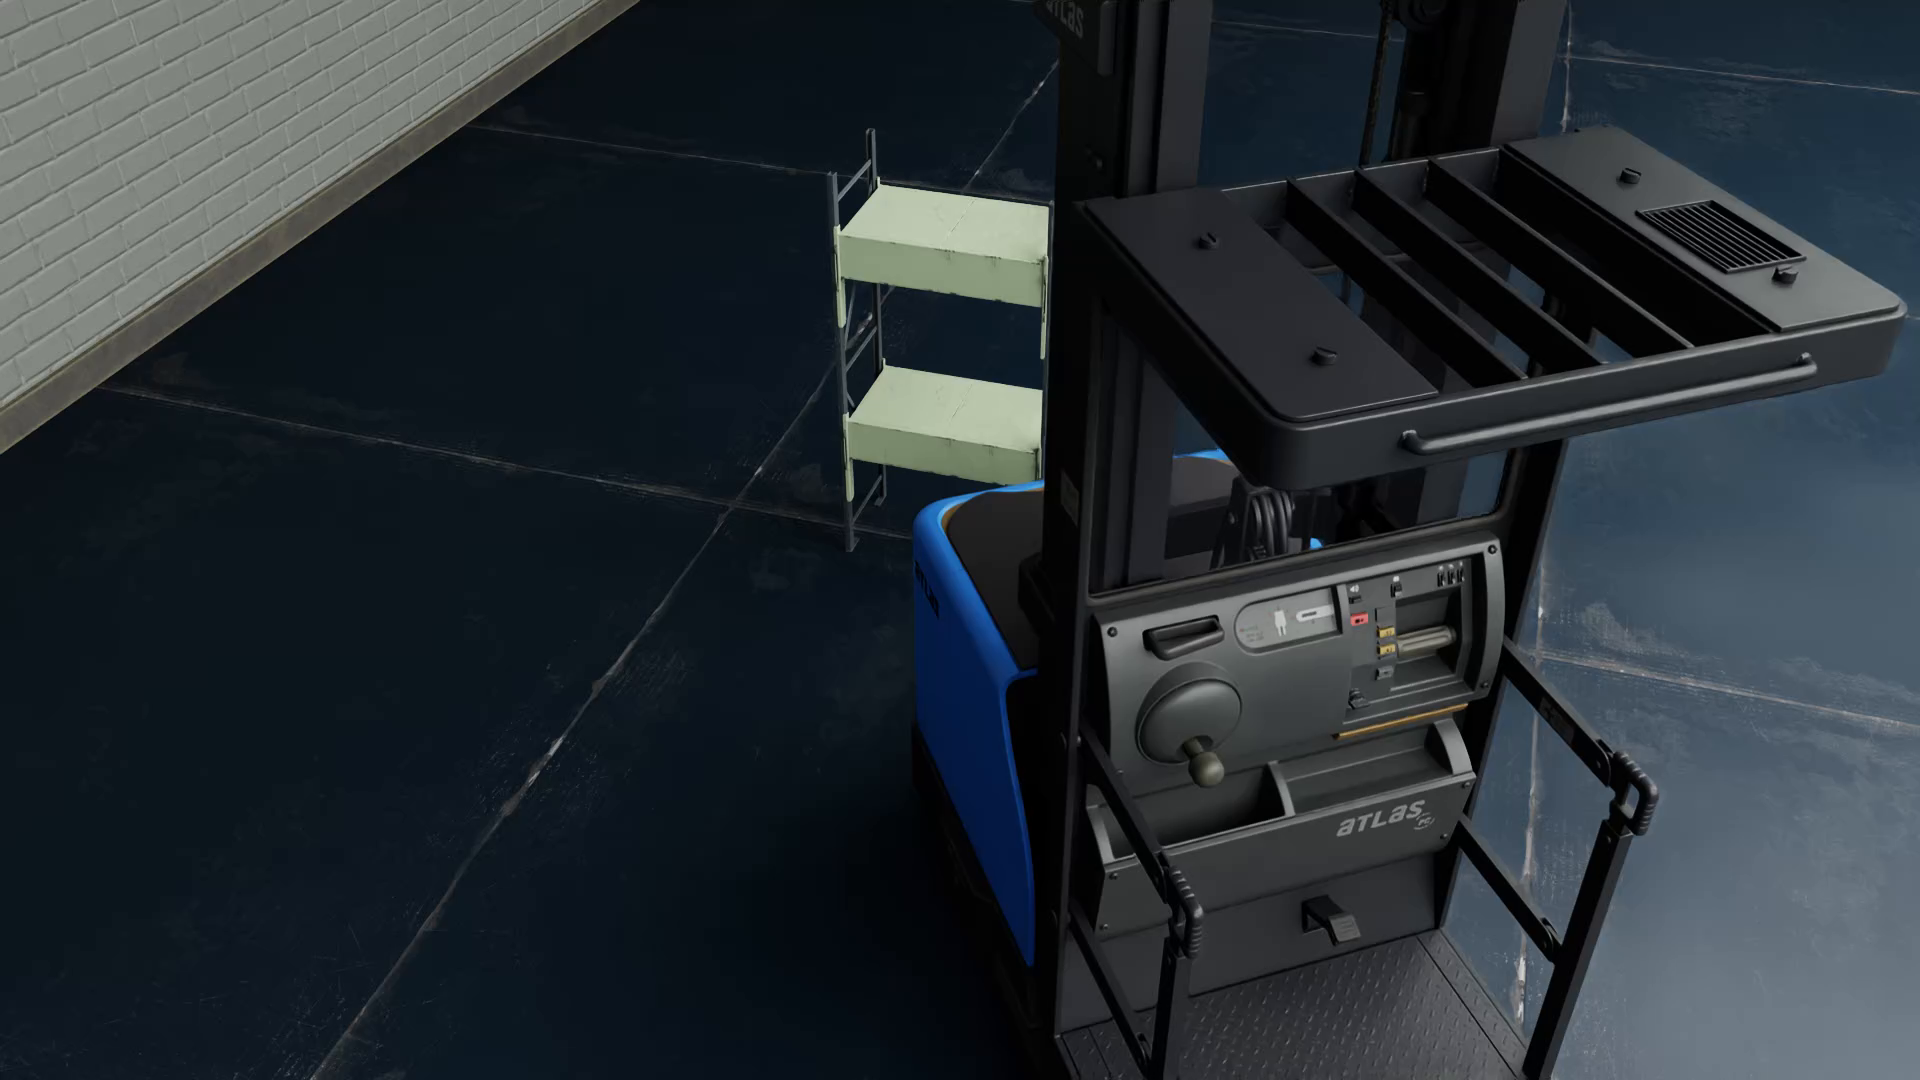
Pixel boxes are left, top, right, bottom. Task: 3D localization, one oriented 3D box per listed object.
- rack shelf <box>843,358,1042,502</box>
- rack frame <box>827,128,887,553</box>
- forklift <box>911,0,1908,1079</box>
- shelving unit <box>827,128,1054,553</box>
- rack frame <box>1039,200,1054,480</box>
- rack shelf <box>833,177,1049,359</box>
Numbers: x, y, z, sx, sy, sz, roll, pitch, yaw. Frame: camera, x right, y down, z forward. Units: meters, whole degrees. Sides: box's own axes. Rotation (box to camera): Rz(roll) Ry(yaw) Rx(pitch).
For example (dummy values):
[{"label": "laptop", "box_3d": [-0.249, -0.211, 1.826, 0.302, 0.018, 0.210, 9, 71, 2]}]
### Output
[{"label": "rack shelf", "box_3d": [-0.006, -0.343, 6.000, 0.720, 0.370, 0.431, 10, 38, 14]}, {"label": "rack frame", "box_3d": [-0.356, -0.670, 5.895, 0.023, 1.500, 0.400, 10, 38, 14]}, {"label": "forklift", "box_3d": [0.802, 0.320, 3.342, 1.130, 2.935, 3.031, -11, 38, -15]}, {"label": "shelving unit", "box_3d": [-0.006, -0.605, 5.807, 0.755, 1.500, 0.431, 10, 38, 14]}, {"label": "rack frame", "box_3d": [0.343, -0.541, 5.719, 0.023, 1.500, 0.400, 10, 38, 14]}, {"label": "rack shelf", "box_3d": [-0.006, -0.920, 5.576, 0.720, 0.370, 0.431, 10, 38, 14]}]
